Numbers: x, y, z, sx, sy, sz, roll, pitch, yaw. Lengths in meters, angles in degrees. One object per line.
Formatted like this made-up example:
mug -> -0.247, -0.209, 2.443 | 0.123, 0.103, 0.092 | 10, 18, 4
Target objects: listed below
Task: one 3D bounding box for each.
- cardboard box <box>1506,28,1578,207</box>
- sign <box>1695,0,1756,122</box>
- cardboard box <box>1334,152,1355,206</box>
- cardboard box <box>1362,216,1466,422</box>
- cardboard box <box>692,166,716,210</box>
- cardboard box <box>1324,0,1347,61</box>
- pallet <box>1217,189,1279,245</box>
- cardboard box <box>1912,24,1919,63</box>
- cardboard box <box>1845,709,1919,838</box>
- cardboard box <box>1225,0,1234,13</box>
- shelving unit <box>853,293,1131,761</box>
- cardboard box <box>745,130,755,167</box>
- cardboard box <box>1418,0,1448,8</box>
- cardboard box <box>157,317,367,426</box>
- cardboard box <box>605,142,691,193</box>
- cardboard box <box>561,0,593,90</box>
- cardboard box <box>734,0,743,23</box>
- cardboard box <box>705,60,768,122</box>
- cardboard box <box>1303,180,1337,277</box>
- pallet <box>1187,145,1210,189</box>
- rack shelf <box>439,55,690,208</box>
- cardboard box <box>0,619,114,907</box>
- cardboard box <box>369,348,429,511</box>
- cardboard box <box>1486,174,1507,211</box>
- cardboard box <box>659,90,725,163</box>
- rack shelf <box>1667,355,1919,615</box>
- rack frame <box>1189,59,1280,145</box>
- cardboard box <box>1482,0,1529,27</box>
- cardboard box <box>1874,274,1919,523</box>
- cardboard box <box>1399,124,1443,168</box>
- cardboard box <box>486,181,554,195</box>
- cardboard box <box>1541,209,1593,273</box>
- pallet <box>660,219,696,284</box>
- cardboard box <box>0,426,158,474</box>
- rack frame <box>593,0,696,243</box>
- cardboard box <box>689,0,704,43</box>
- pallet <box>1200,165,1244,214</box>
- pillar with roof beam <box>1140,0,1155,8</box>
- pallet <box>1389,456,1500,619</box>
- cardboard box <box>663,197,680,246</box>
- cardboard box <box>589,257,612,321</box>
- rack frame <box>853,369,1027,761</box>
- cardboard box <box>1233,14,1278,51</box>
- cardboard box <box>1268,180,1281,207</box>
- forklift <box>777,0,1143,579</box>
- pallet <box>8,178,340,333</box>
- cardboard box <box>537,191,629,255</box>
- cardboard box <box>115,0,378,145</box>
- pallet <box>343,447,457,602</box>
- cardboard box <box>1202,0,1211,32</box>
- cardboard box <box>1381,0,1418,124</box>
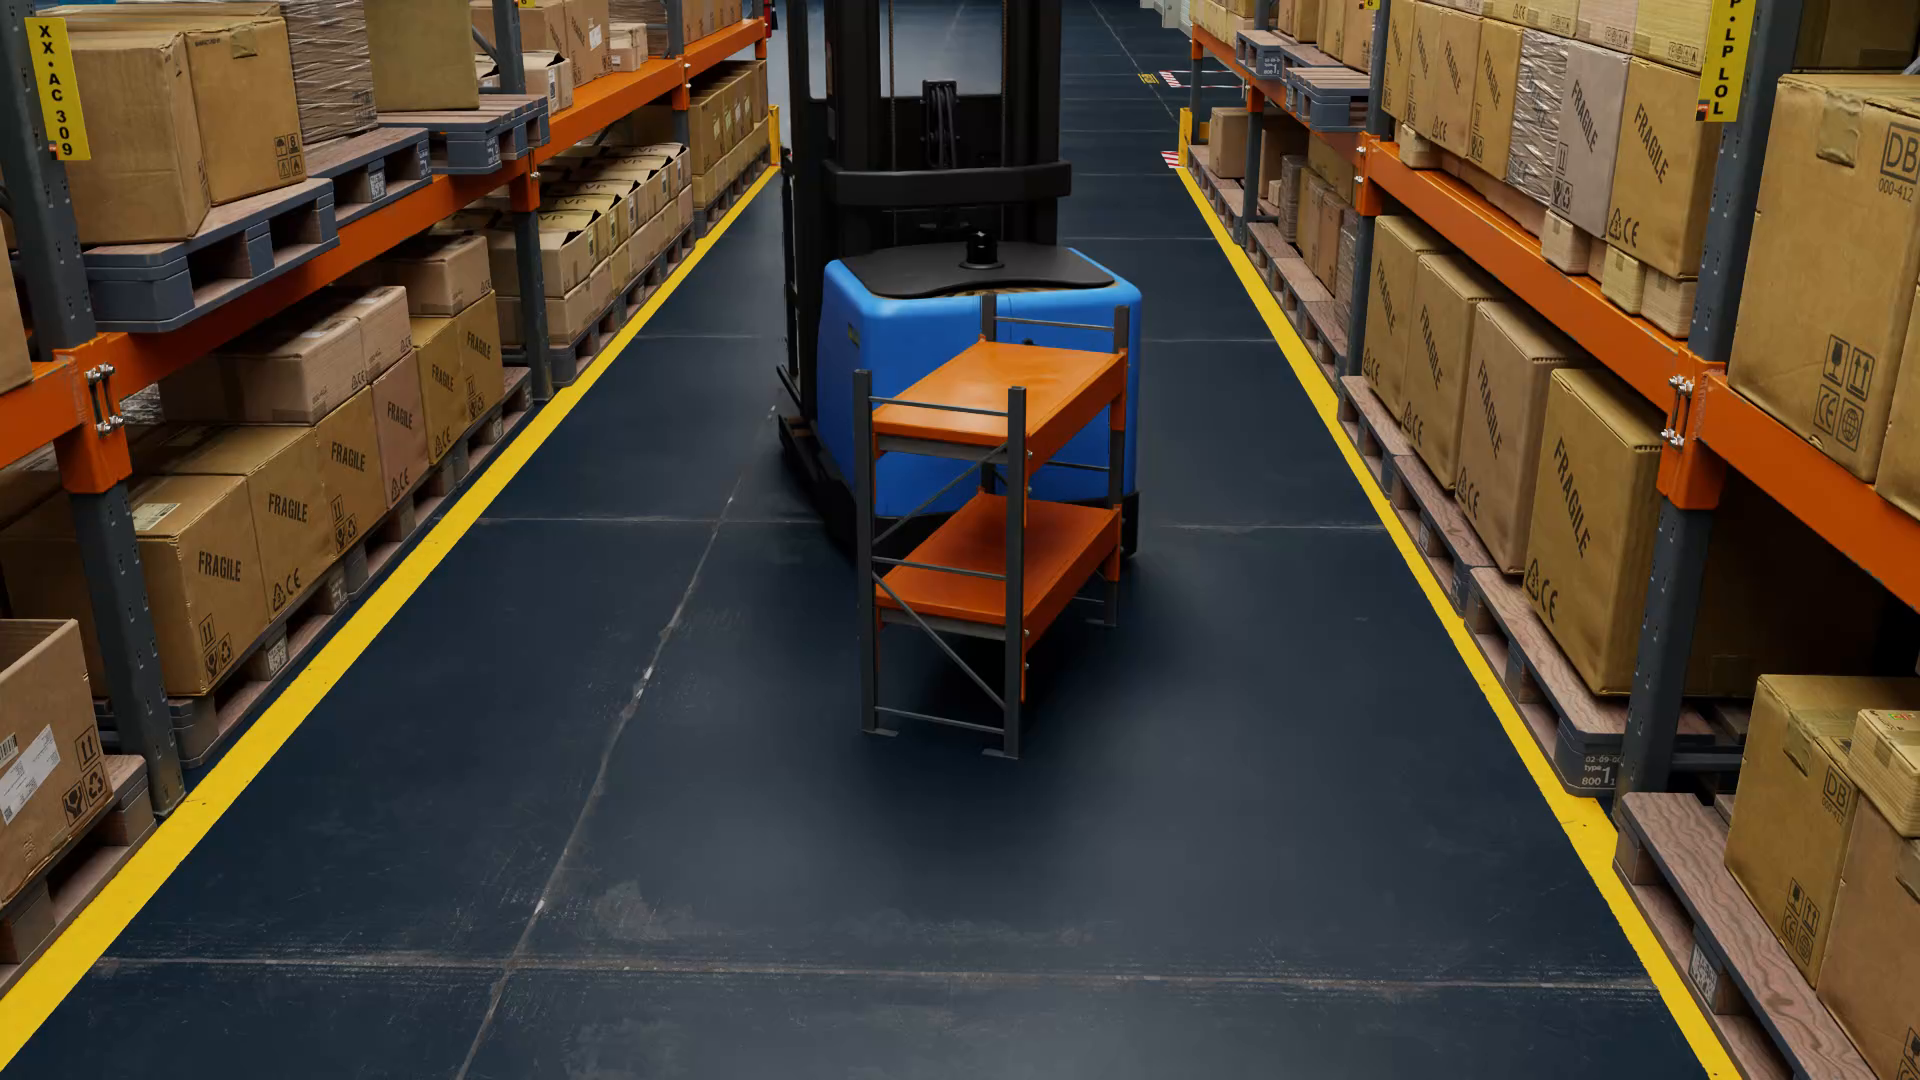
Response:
cardboard box -> 2.071, -1.337, 5.252 | 0.500, 0.500, 0.500 | 1, 21, 2
sign -> 1.737, -1.112, 3.758 | 0.100, 0.325, 0.005 | 1, 21, 2
cardboard box -> 2.462, -2.095, 9.592 | 0.500, 0.250, 0.500 | 1, 21, 1
cardboard box -> 2.248, -0.982, 7.305 | 0.750, 0.750, 0.750 | 0, 21, 1
cardboard box -> -2.111, -2.631, 12.383 | 0.500, 0.250, 0.500 | 1, 21, 2
cardboard box -> 2.421, -2.926, 9.176 | 0.700, 0.500, 0.500 | 1, 21, 2
pallet -> 2.508, -2.443, 12.533 | 1.003, 0.211, 1.213 | 1, 21, 2
cardboard box -> 2.554, -1.315, 4.157 | 0.500, 0.250, 0.500 | 1, 21, 3
cardboard box -> 1.962, 0.451, 3.198 | 0.380, 0.149, 0.250 | 1, 21, 3
cardboard box -> 2.238, -4.143, 12.204 | 0.500, 0.500, 0.500 | 1, 21, 1
shelving unit -> 0.126, -0.087, 5.199 | 0.538, 1.125, 1.048 | 8, 23, 20
cardboard box -> -2.044, -3.354, 14.247 | 0.500, 0.250, 0.500 | 1, 21, 2
cardboard box -> 2.114, -2.242, 6.546 | 0.500, 0.250, 0.500 | 0, 21, 1
cardboard box -> -2.383, -0.583, 5.696 | 0.500, 0.250, 0.500 | 1, 21, 2
cardboard box -> -2.154, -2.578, 11.473 | 0.500, 0.311, 0.500 | 1, 21, 2
cardboard box -> -2.499, -2.950, 9.848 | 0.500, 0.500, 0.500 | 1, 21, 2
cardboard box -> -2.334, -4.877, 14.813 | 0.700, 0.500, 0.500 | 1, 21, 2
cardboard box -> -2.026, -4.065, 15.043 | 0.500, 0.500, 0.500 | 1, 21, 2
cardboard box -> 2.496, -1.902, 10.130 | 0.700, 0.500, 0.500 | 1, 21, 2
pallet -> 2.582, -3.325, 14.806 | 1.003, 0.211, 1.213 | 1, 21, 2
rack shelf -> -2.489, -2.494, 9.805 | 1.077, 0.370, 4.000 | 1, 21, 2
cardboard box -> -2.405, 0.509, 3.917 | 0.500, 0.500, 0.500 | 1, 21, 2
cardboard box -> -2.370, -0.429, 6.334 | 0.500, 0.500, 0.500 | 0, 21, 0
cardboard box -> 2.124, -1.274, 5.986 | 0.380, 0.149, 0.250 | 1, 21, 2
cardboard box -> -2.094, -3.161, 12.714 | 0.500, 0.500, 0.500 | 1, 21, 2
rack shelf -> 2.219, 0.451, 2.213 | 1.077, 0.370, 4.000 | 1, 21, 2
rack frame -> 2.645, -4.946, 15.129 | 1.000, 3.000, 0.127 | 1, 21, 2
cardboard box -> 2.094, -1.876, 5.604 | 0.500, 0.250, 0.500 | 0, 21, 1
cardboard box -> 2.219, -0.287, 2.707 | 0.980, 0.700, 0.700 | 0, 21, 0
cardboard box -> 2.051, -1.643, 6.936 | 0.380, 0.149, 0.250 | 1, 21, 3
cardboard box -> -2.735, -2.025, 10.048 | 0.500, 0.311, 0.500 | 1, 21, 3
cardboard box -> 1.993, -0.905, 5.035 | 0.380, 0.149, 0.250 | 1, 21, 2
pallet -> -2.412, -1.986, 11.355 | 1.003, 0.211, 1.213 | 1, 21, 2
cardboard box -> -2.920, -0.060, 5.385 | 0.500, 0.500, 0.500 | 1, 21, 2
rack frame -> -2.428, -3.553, 11.538 | 1.000, 3.000, 0.127 | 1, 21, 2
cardboard box -> -2.392, -4.132, 12.893 | 0.700, 0.500, 0.500 | 1, 21, 2
pallet -> 2.543, -2.885, 13.673 | 1.003, 0.211, 1.213 | 1, 21, 2
pillar with roof beam -> -0.085, -16.205, 35.853 | 9.100, 9.000, 0.400 | 1, 21, 2
pallet -> 2.262, -0.029, 6.312 | 1.003, 0.211, 1.213 | 1, 21, 2
cardboard box -> -2.168, -2.131, 11.094 | 0.500, 0.250, 0.500 | 0, 21, 1
cardboard box -> -2.226, -1.388, 9.181 | 0.500, 0.250, 0.500 | 0, 21, 0
rack frame -> -0.059, 0.084, 4.757 | 0.500, 1.125, 0.032 | 8, 23, 20
cardboard box -> 2.235, -3.614, 11.875 | 0.500, 0.250, 0.500 | 1, 21, 2
cardboard box -> 2.509, -2.578, 12.334 | 0.380, 0.166, 0.250 | -2, 21, -5
forklift -> -0.198, -1.724, 6.919 | 1.130, 2.935, 3.031 | -5, 22, -13
pallet -> -2.538, -0.858, 4.860 | 1.003, 0.211, 1.213 | 1, 21, 2
cardboard box -> -2.215, -1.842, 9.576 | 0.500, 0.311, 0.500 | 0, 21, 0
cardboard box -> -2.675, -1.791, 6.280 | 0.700, 0.500, 0.500 | 5, 22, 12
pallet -> -2.650, -0.097, 6.487 | 1.003, 0.211, 1.213 | 1, 21, 2
cardboard box -> 2.290, -4.340, 13.748 | 0.500, 0.250, 0.500 | 0, 21, 1
cardboard box -> 2.131, -2.075, 7.153 | 0.500, 0.500, 0.500 | 1, 21, 3
